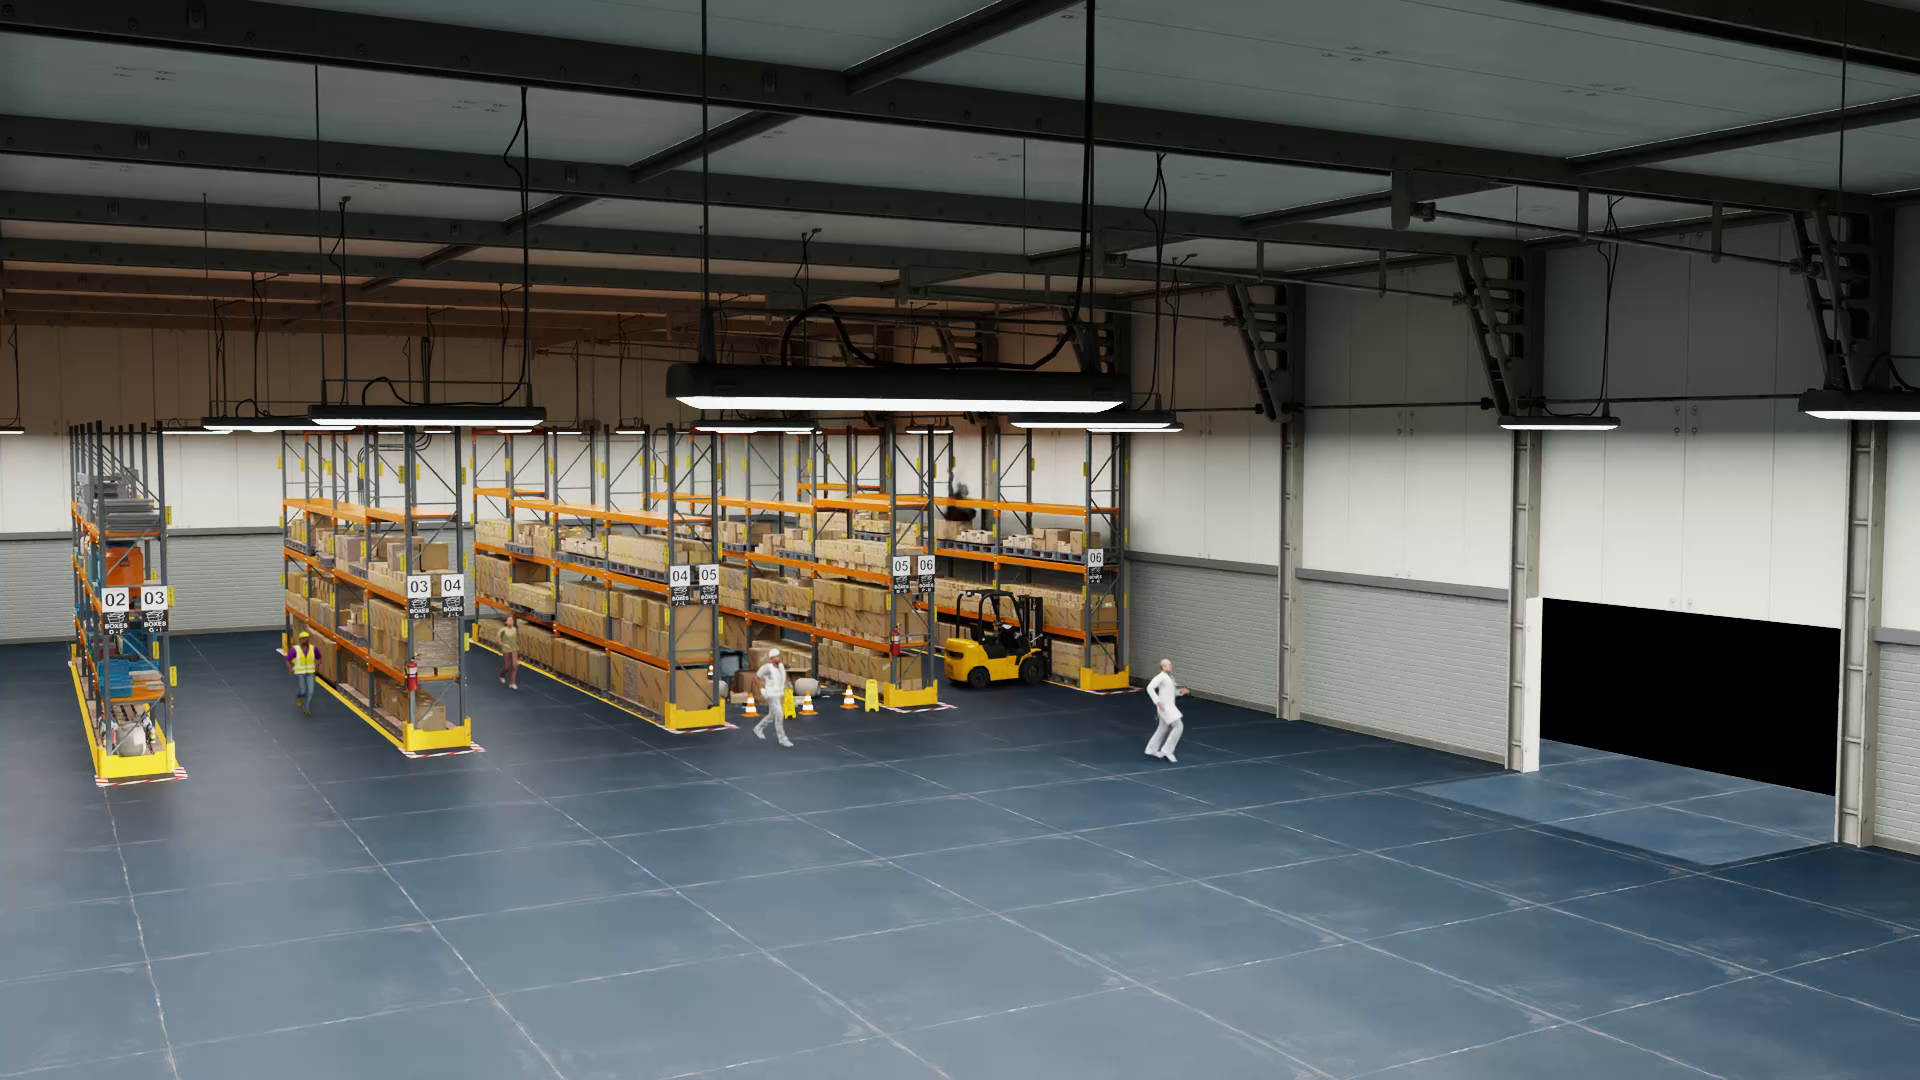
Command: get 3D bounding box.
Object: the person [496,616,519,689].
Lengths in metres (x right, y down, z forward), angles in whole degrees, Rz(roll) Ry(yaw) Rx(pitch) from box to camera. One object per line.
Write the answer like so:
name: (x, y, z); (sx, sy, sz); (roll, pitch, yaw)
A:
person: (-10.335, 2.553, 38.060); (0.583, 1.658, 0.822); (-3, 4, -38)

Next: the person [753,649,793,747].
person: (-3.480, 2.914, 30.978); (0.935, 1.793, 0.683); (2, 4, 25)

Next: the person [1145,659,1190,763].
person: (3.661, 3.022, 29.426); (0.798, 1.823, 0.671); (1, 4, 15)

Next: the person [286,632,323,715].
person: (-13.515, 2.754, 34.331); (0.717, 1.722, 0.578); (-2, 4, -32)
